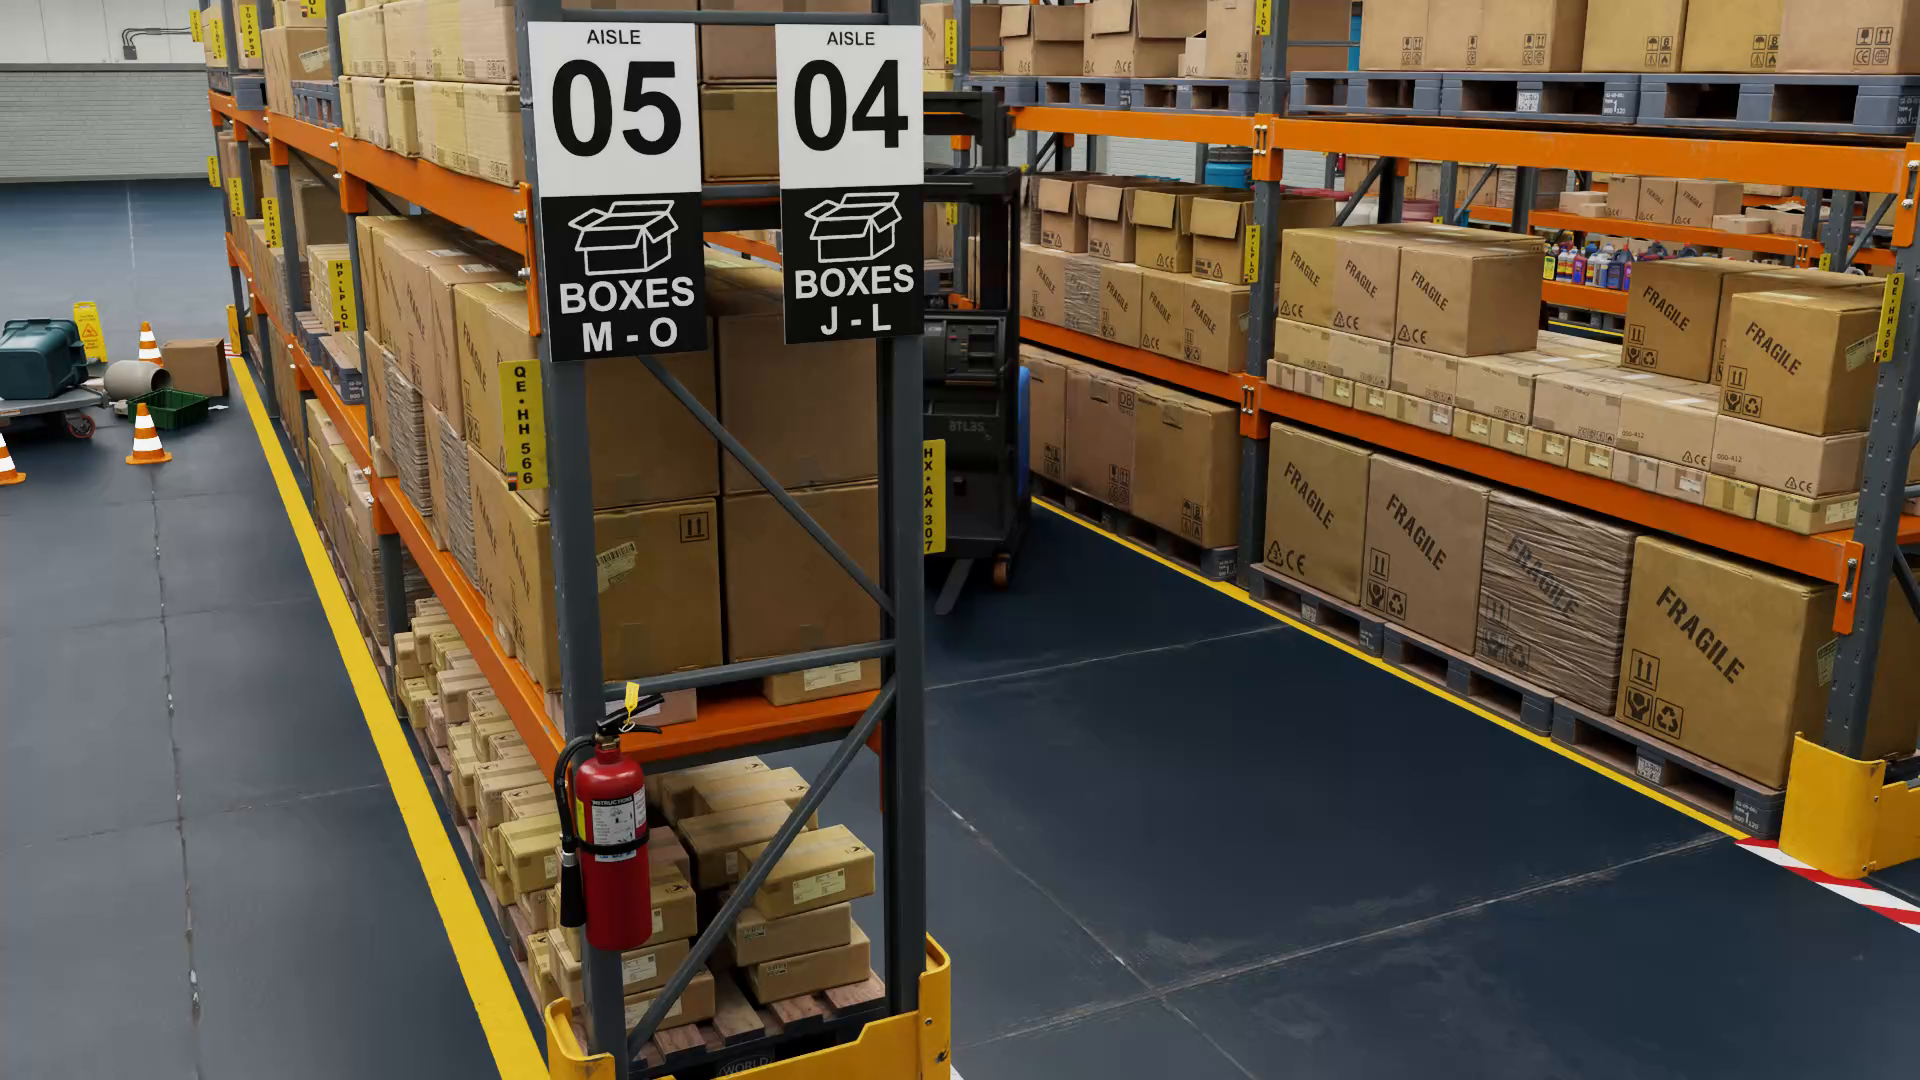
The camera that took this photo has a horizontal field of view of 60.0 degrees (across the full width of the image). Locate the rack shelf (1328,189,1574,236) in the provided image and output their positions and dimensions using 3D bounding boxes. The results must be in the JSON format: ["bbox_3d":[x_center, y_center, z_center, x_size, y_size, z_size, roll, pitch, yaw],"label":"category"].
[{"bbox_3d":[6.702,-4.533,22.913,1.077,0.370,4.000,-8,18,-25],"label":"rack shelf"}]

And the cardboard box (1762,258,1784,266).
[{"bbox_3d":[11.768,-3.961,23.955,0.380,0.166,0.250,-10,19,-32],"label":"cardboard box"}]

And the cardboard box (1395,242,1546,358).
[{"bbox_3d":[2.597,-1.233,8.483,0.500,0.500,0.500,-8,18,-27],"label":"cardboard box"}]

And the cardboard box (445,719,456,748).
[{"bbox_3d":[-2.028,0.847,7.268,0.380,0.149,0.250,-8,18,-26],"label":"cardboard box"}]

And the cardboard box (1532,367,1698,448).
[{"bbox_3d":[3.032,-0.622,7.714,0.500,0.250,0.500,-8,18,-27],"label":"cardboard box"}]

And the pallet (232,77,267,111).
[{"bbox_3d":[-4.409,-3.125,11.606,1.213,0.211,1.003,-7,17,-22],"label":"pallet"}]

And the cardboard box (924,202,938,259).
[{"bbox_3d":[-0.184,-2.700,14.280,0.700,0.500,0.500,-5,17,-17],"label":"cardboard box"}]

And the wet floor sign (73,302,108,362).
[{"bbox_3d":[-9.377,-2.241,17.888,0.267,0.644,0.232,-11,20,-34],"label":"wet floor sign"}]

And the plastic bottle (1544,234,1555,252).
[{"bbox_3d":[5.437,-2.689,15.393,0.061,0.283,0.133,-8,18,-25],"label":"plastic bottle"}]

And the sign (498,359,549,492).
[{"bbox_3d":[-1.082,-0.283,4.128,0.100,0.325,0.005,-8,18,-25],"label":"sign"}]

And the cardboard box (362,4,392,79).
[{"bbox_3d":[-1.910,-1.840,6.152,0.500,0.250,0.500,-7,18,-24],"label":"cardboard box"}]

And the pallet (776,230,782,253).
[{"bbox_3d":[-1.125,-2.887,16.222,1.003,0.211,1.213,-8,18,-25],"label":"pallet"}]

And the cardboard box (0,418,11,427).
[{"bbox_3d":[-8.665,-1.136,14.729,0.396,0.266,0.258,7,17,23],"label":"cardboard box"}]

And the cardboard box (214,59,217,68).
[{"bbox_3d":[-6.948,-4.613,15.964,0.380,0.149,0.250,-8,18,-25],"label":"cardboard box"}]

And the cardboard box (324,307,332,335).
[{"bbox_3d":[-3.709,-1.366,10.268,0.380,0.149,0.250,-7,17,-22],"label":"cardboard box"}]

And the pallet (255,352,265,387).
[{"bbox_3d":[-6.633,-1.773,17.047,1.003,0.211,1.213,-8,18,-25],"label":"pallet"}]

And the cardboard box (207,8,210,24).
[{"bbox_3d":[-7.056,-5.059,16.069,0.380,0.149,0.250,-7,18,-24],"label":"cardboard box"}]

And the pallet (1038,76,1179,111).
[{"bbox_3d":[1.246,-3.116,11.575,1.003,0.211,1.213,-7,17,-22],"label":"pallet"}]

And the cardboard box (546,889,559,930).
[{"bbox_3d":[-1.129,1.221,5.426,0.380,0.149,0.250,-8,18,-26],"label":"cardboard box"}]

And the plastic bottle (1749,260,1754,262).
[{"bbox_3d":[6.061,-1.984,12.815,0.144,0.351,0.185,-8,18,-25],"label":"plastic bottle"}]

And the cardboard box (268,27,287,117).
[{"bbox_3d":[-3.843,-2.814,9.998,0.500,0.500,0.500,-8,18,-25],"label":"cardboard box"}]

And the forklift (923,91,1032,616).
[{"bbox_3d":[-0.203,-1.215,10.171,1.130,2.935,3.031,2,16,7],"label":"forklift"}]

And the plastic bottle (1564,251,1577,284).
[{"bbox_3d":[5.206,-2.324,14.145,0.097,0.271,0.097,0,16,0],"label":"plastic bottle"}]

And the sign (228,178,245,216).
[{"bbox_3d":[-6.330,-2.999,14.551,0.100,0.325,0.005,-8,18,-25],"label":"sign"}]

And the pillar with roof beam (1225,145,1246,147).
[{"bbox_3d":[2.234,-11.244,34.119,9.100,9.000,0.400,-8,18,-25],"label":"pillar with roof beam"}]

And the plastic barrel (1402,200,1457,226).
[{"bbox_3d":[4.400,-2.937,15.802,0.600,0.536,0.708,-8,18,-25],"label":"plastic barrel"}]

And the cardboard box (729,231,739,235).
[{"bbox_3d":[-2.331,-3.458,18.316,0.380,0.149,0.250,-8,18,-25],"label":"cardboard box"}]

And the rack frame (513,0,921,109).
[{"bbox_3d":[-0.575,-2.521,3.720,1.000,3.000,0.127,-8,18,-25],"label":"rack frame"}]

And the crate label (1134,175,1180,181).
[{"bbox_3d":[2.421,-4.370,20.978,0.502,0.435,0.616,-8,18,-25],"label":"crate label"}]

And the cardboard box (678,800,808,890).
[{"bbox_3d":[-0.728,1.021,5.584,0.380,0.149,0.250,-7,18,-24],"label":"cardboard box"}]

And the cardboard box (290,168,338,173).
[{"bbox_3d":[-4.941,-2.641,13.021,0.700,0.500,0.500,-8,18,-25],"label":"cardboard box"}]

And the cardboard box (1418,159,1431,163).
[{"bbox_3d":[6.476,-5.230,22.681,0.380,0.149,0.250,-7,18,-24],"label":"cardboard box"}]

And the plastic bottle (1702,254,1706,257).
[{"bbox_3d":[6.192,-2.244,13.865,0.097,0.271,0.097,0,16,0],"label":"plastic bottle"}]

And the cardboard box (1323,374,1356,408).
[{"bbox_3d":[2.238,-0.838,9.190,0.380,0.149,0.250,-7,17,-23],"label":"cardboard box"}]

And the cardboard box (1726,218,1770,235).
[{"bbox_3d":[8.688,-3.460,18.325,0.380,0.149,0.250,-8,18,-25],"label":"cardboard box"}]

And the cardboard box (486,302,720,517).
[{"bbox_3d":[-0.999,-0.392,4.646,0.500,0.500,0.500,-8,18,-26],"label":"cardboard box"}]

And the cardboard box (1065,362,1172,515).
[{"bbox_3d":[1.485,-0.761,11.557,1.225,0.875,0.875,-8,18,-27],"label":"cardboard box"}]

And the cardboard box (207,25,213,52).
[{"bbox_3d":[-7.158,-4.965,16.468,0.500,0.250,0.500,-8,18,-25],"label":"cardboard box"}]

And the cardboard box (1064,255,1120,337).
[{"bbox_3d":[1.065,-1.711,11.594,0.500,0.500,0.500,-8,18,-25],"label":"cardboard box"}]

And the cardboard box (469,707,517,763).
[{"bbox_3d":[-1.701,0.755,6.511,0.380,0.149,0.250,-8,18,-25],"label":"cardboard box"}]

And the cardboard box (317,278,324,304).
[{"bbox_3d":[-3.808,-1.568,10.431,0.380,0.149,0.250,-8,18,-27],"label":"cardboard box"}]

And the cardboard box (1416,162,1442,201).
[{"bbox_3d":[6.699,-4.922,22.783,0.700,0.500,0.500,-7,17,-23],"label":"cardboard box"}]

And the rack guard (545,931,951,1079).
[{"bbox_3d":[-0.608,1.546,4.958,1.175,0.500,0.348,-8,18,-25],"label":"rack guard"}]

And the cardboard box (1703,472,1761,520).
[{"bbox_3d":[3.361,-0.203,6.976,0.380,0.149,0.250,-7,18,-24],"label":"cardboard box"}]

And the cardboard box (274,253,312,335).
[{"bbox_3d":[-4.518,-1.748,11.722,0.500,0.500,0.500,-8,18,-25],"label":"cardboard box"}]

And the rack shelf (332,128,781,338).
[{"bbox_3d":[-1.451,-1.229,5.961,1.077,0.370,4.000,-8,18,-25],"label":"rack shelf"}]

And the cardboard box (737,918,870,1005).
[{"bbox_3d":[-0.517,1.363,5.470,0.380,0.149,0.250,-7,18,-24],"label":"cardboard box"}]

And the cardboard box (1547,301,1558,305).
[{"bbox_3d":[7.532,-3.133,20.954,0.500,0.250,0.500,-8,18,-26],"label":"cardboard box"}]

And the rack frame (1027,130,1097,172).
[{"bbox_3d":[1.371,-4.777,22.459,1.000,3.000,0.127,-8,18,-25],"label":"rack frame"}]

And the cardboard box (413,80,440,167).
[{"bbox_3d":[-1.447,-1.338,5.308,0.500,0.250,0.500,-7,17,-23],"label":"cardboard box"}]

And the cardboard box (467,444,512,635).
[{"bbox_3d":[-1.224,-0.037,5.220,0.500,0.500,0.500,-8,18,-26],"label":"cardboard box"}]

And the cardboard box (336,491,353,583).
[{"bbox_3d":[-3.323,-0.037,9.713,0.500,0.500,0.500,-8,18,-26],"label":"cardboard box"}]

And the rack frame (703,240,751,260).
[{"bbox_3d":[-3.081,-4.179,20.374,1.000,3.000,0.127,-8,18,-25],"label":"rack frame"}]

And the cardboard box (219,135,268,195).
[{"bbox_3d":[-7.009,-3.818,16.888,0.875,0.550,0.550,-8,18,-25],"label":"cardboard box"}]
